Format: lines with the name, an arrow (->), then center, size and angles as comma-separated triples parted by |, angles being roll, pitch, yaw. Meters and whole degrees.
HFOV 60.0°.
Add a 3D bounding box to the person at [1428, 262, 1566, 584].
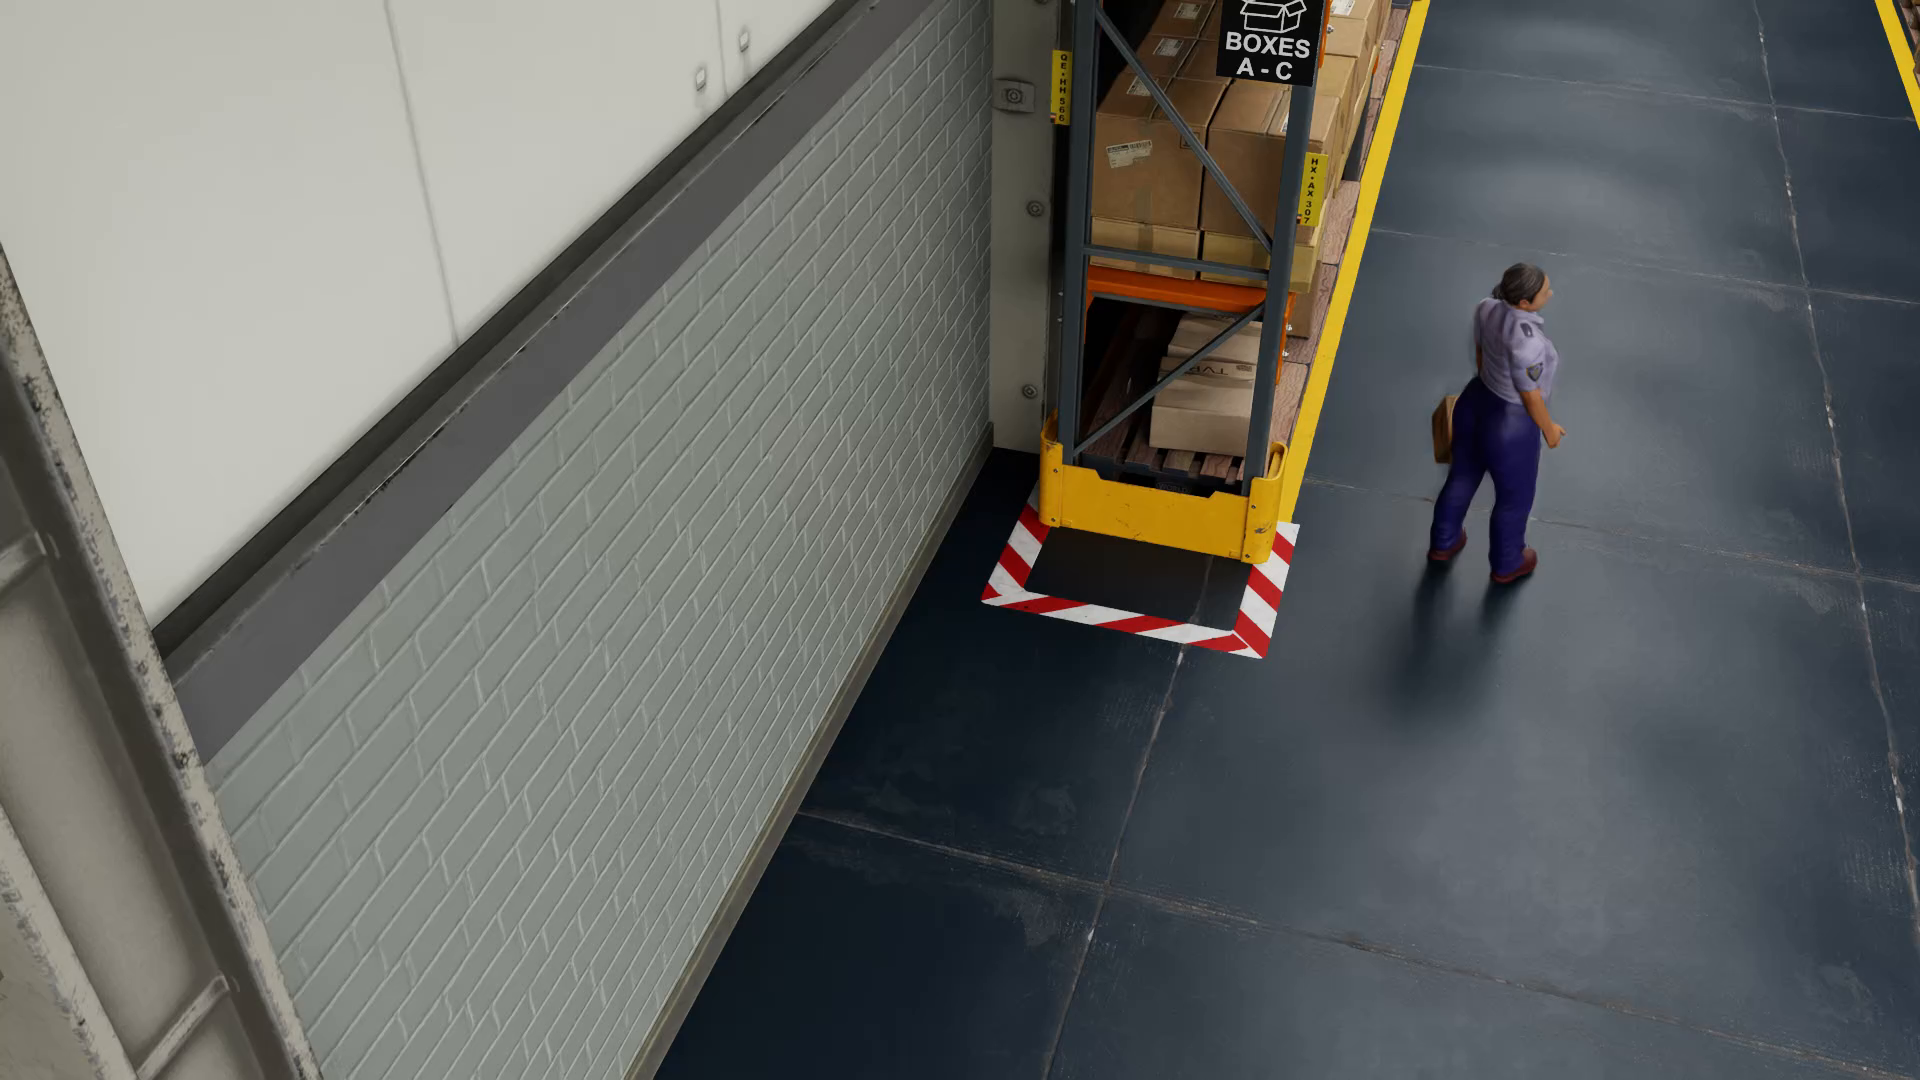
person -> 2.520, -0.554, 7.613 | 0.505, 1.641, 0.493 | -12, 39, -16
